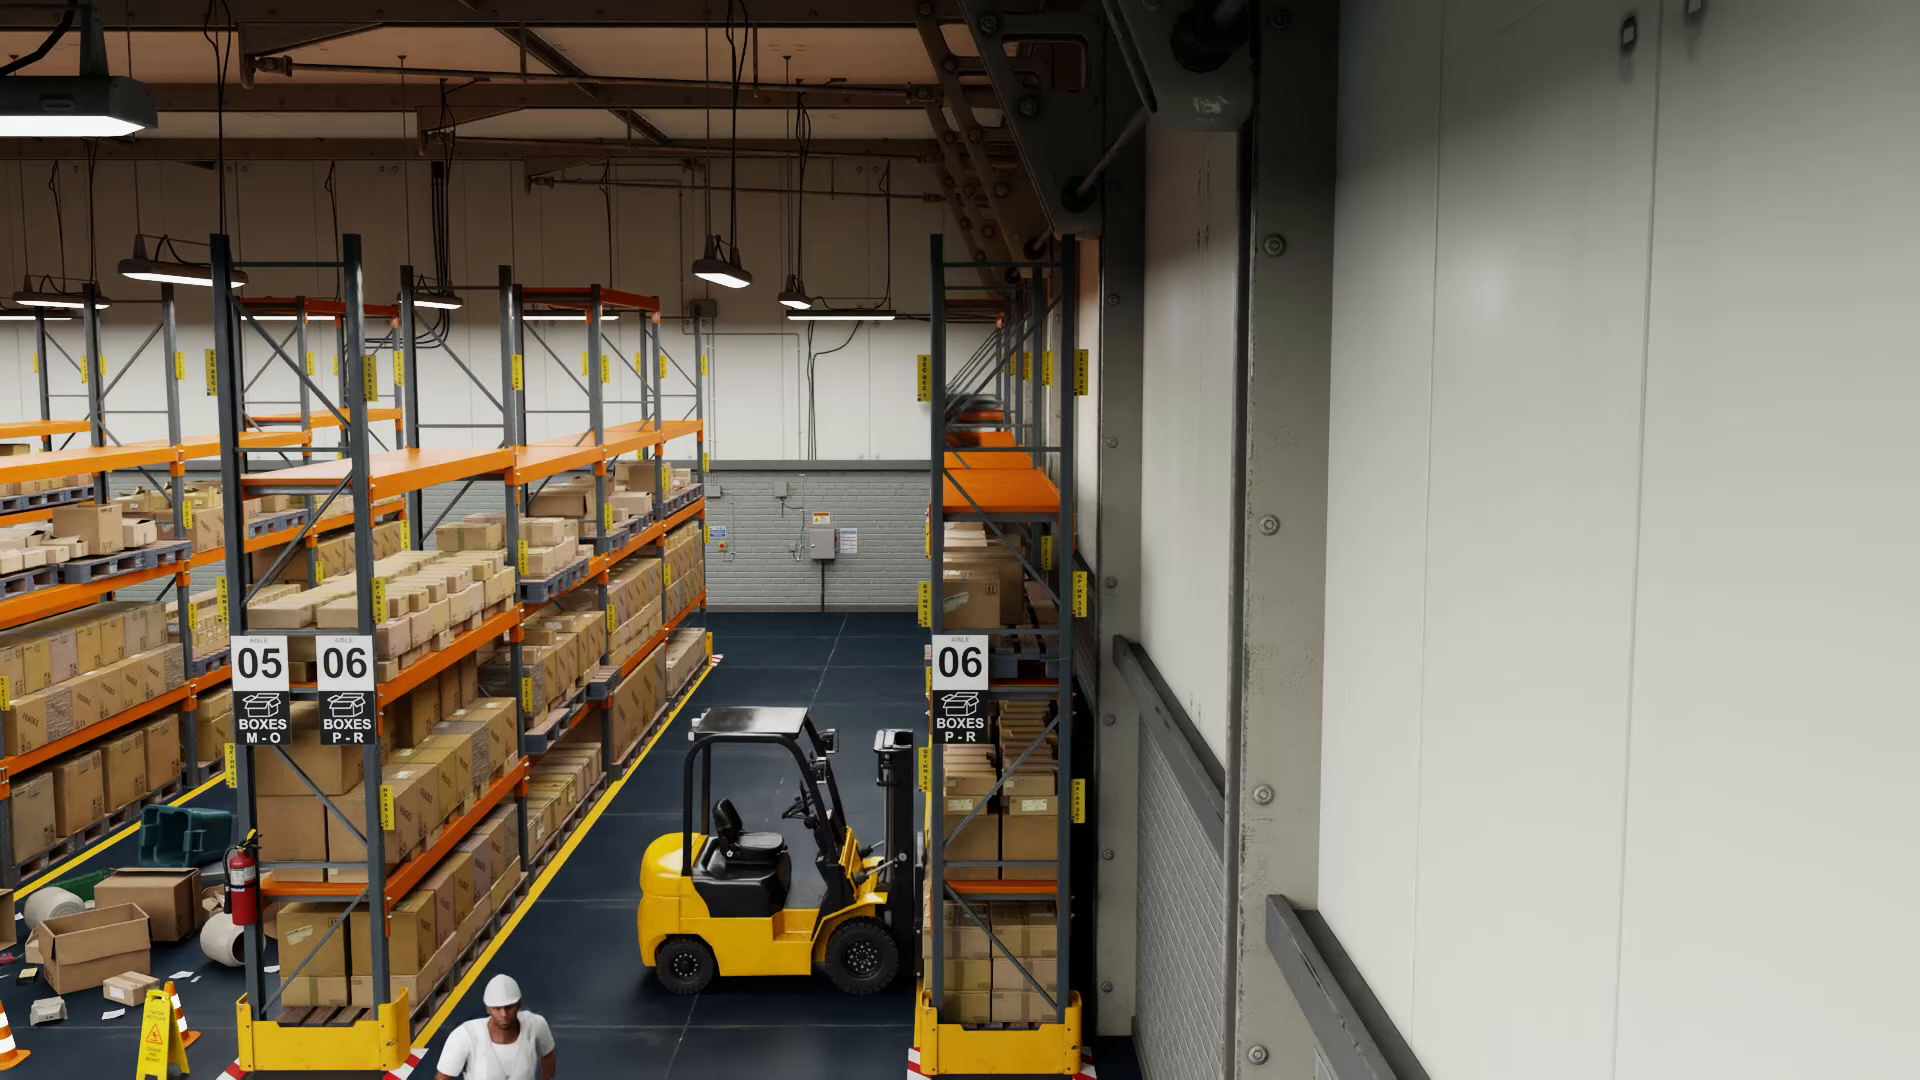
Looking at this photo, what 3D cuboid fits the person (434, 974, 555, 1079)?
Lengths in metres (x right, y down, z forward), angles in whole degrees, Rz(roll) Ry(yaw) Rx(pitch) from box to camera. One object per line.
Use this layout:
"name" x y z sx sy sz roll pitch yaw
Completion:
"person" -2.655 3.278 9.530 0.688 1.715 0.671 -3 7 -23
